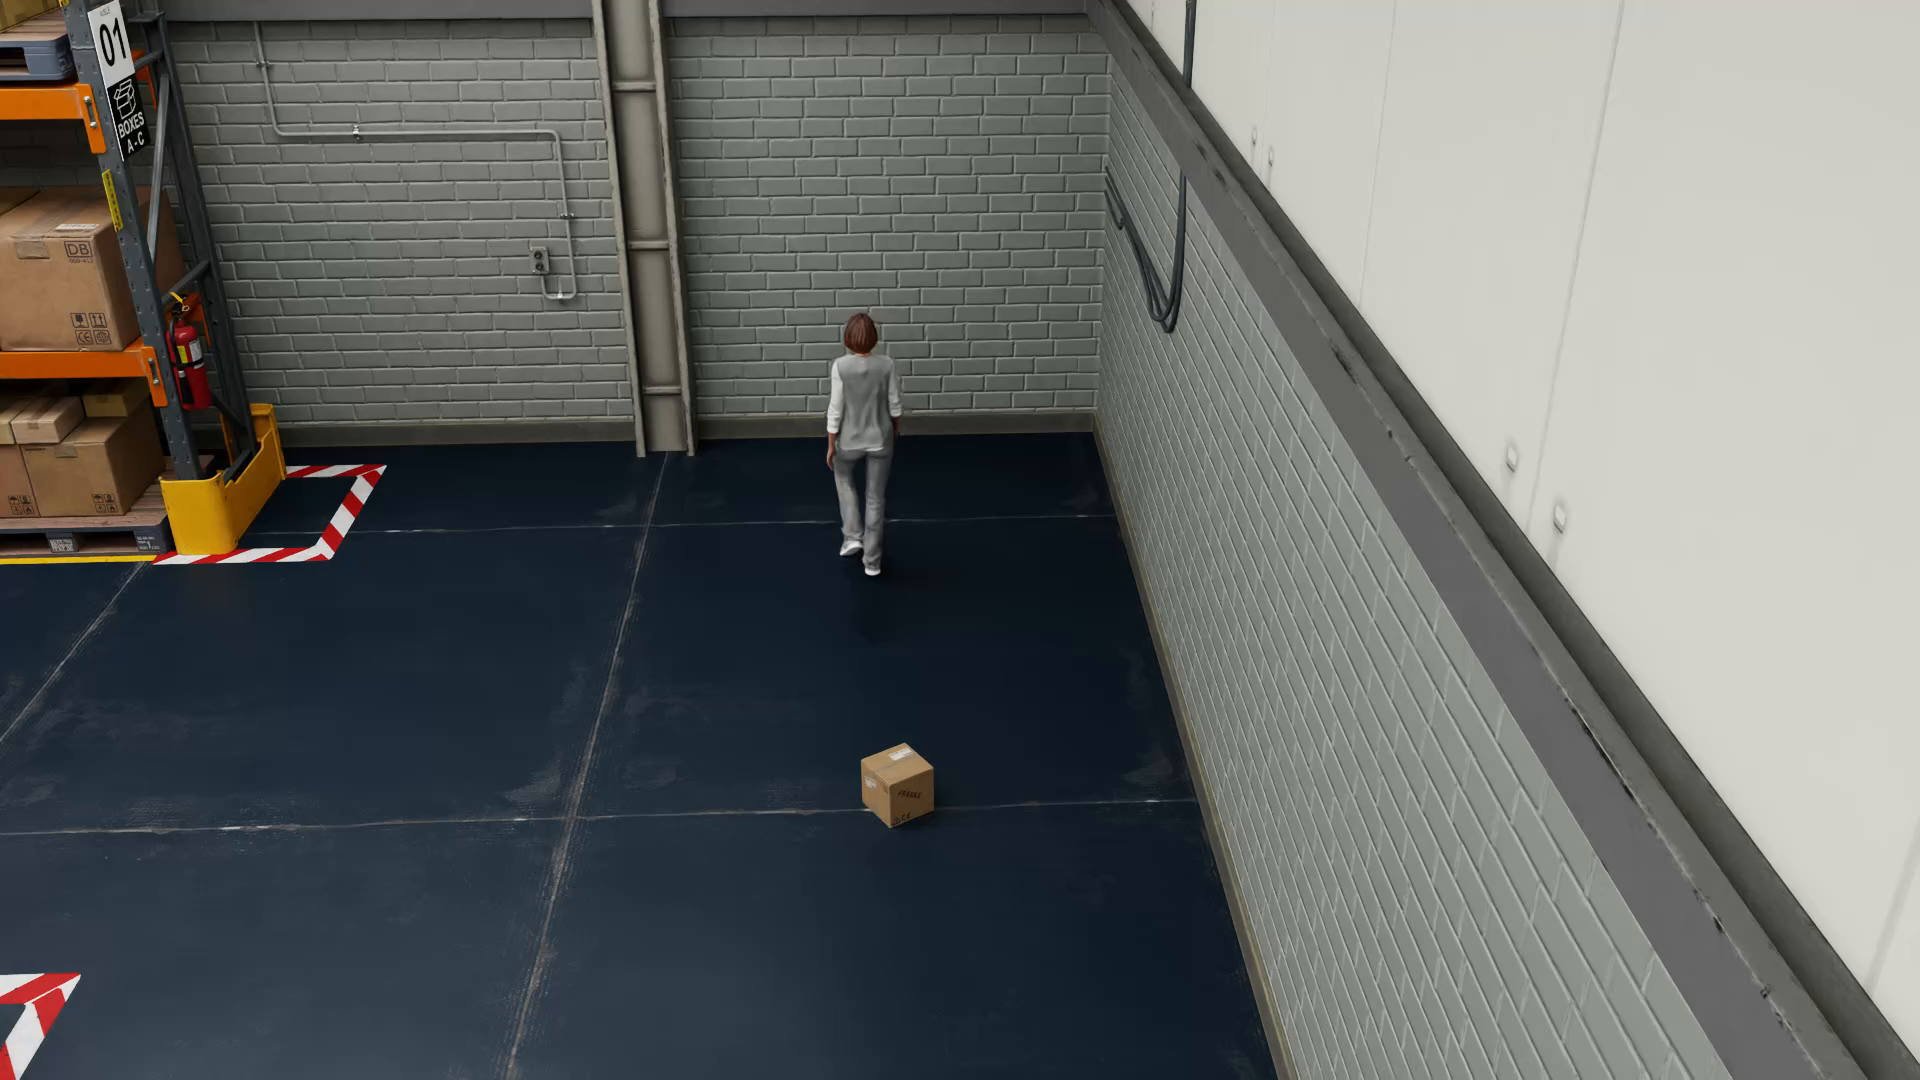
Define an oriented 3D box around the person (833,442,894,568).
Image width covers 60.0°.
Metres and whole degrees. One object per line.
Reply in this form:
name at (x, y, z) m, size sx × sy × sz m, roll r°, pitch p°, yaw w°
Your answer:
person at (-0.563, -0.304, 9.790) m, size 0.350 × 0.827 × 0.490 m, roll -3°, pitch 28°, yaw -6°
